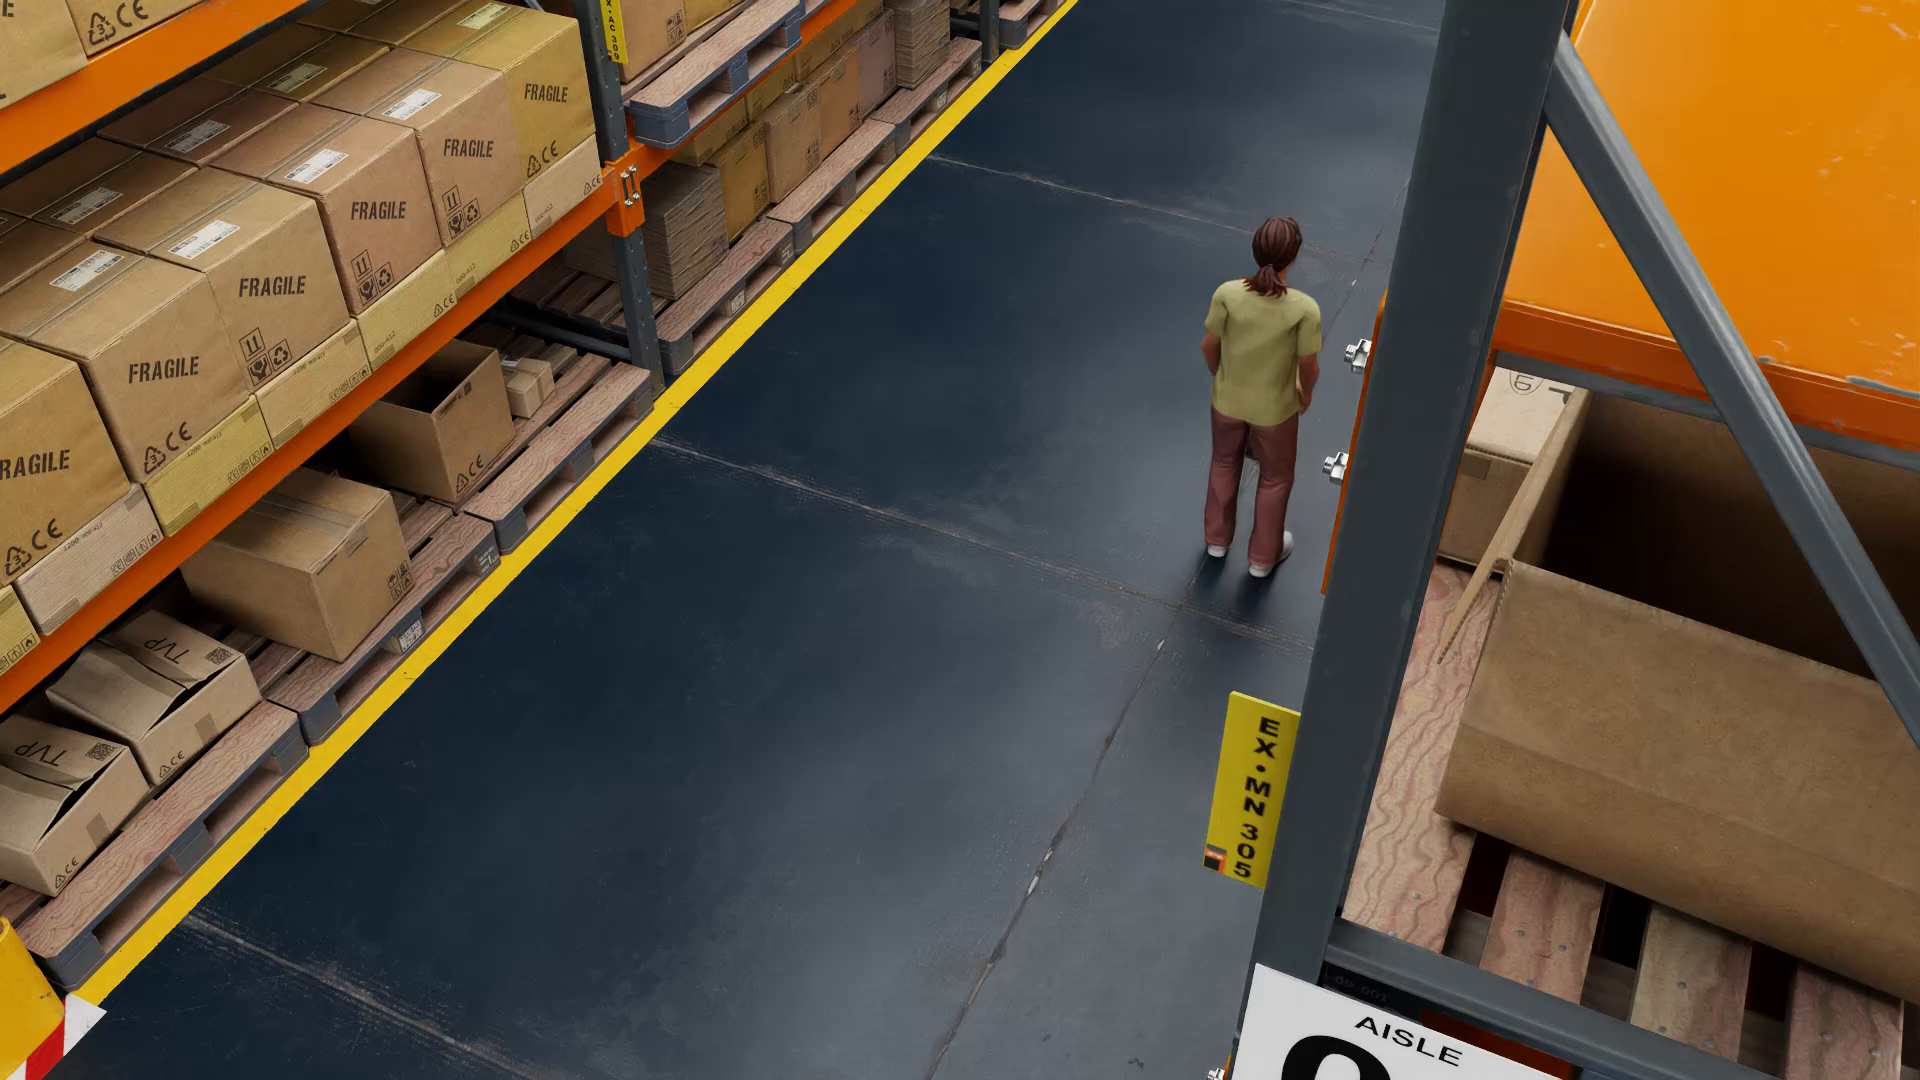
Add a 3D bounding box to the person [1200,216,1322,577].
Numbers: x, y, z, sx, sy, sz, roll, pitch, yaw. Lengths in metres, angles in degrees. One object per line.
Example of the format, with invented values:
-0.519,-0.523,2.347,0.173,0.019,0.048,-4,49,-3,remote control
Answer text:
1.217,-0.584,6.804,0.480,1.676,0.414,16,45,17,person
